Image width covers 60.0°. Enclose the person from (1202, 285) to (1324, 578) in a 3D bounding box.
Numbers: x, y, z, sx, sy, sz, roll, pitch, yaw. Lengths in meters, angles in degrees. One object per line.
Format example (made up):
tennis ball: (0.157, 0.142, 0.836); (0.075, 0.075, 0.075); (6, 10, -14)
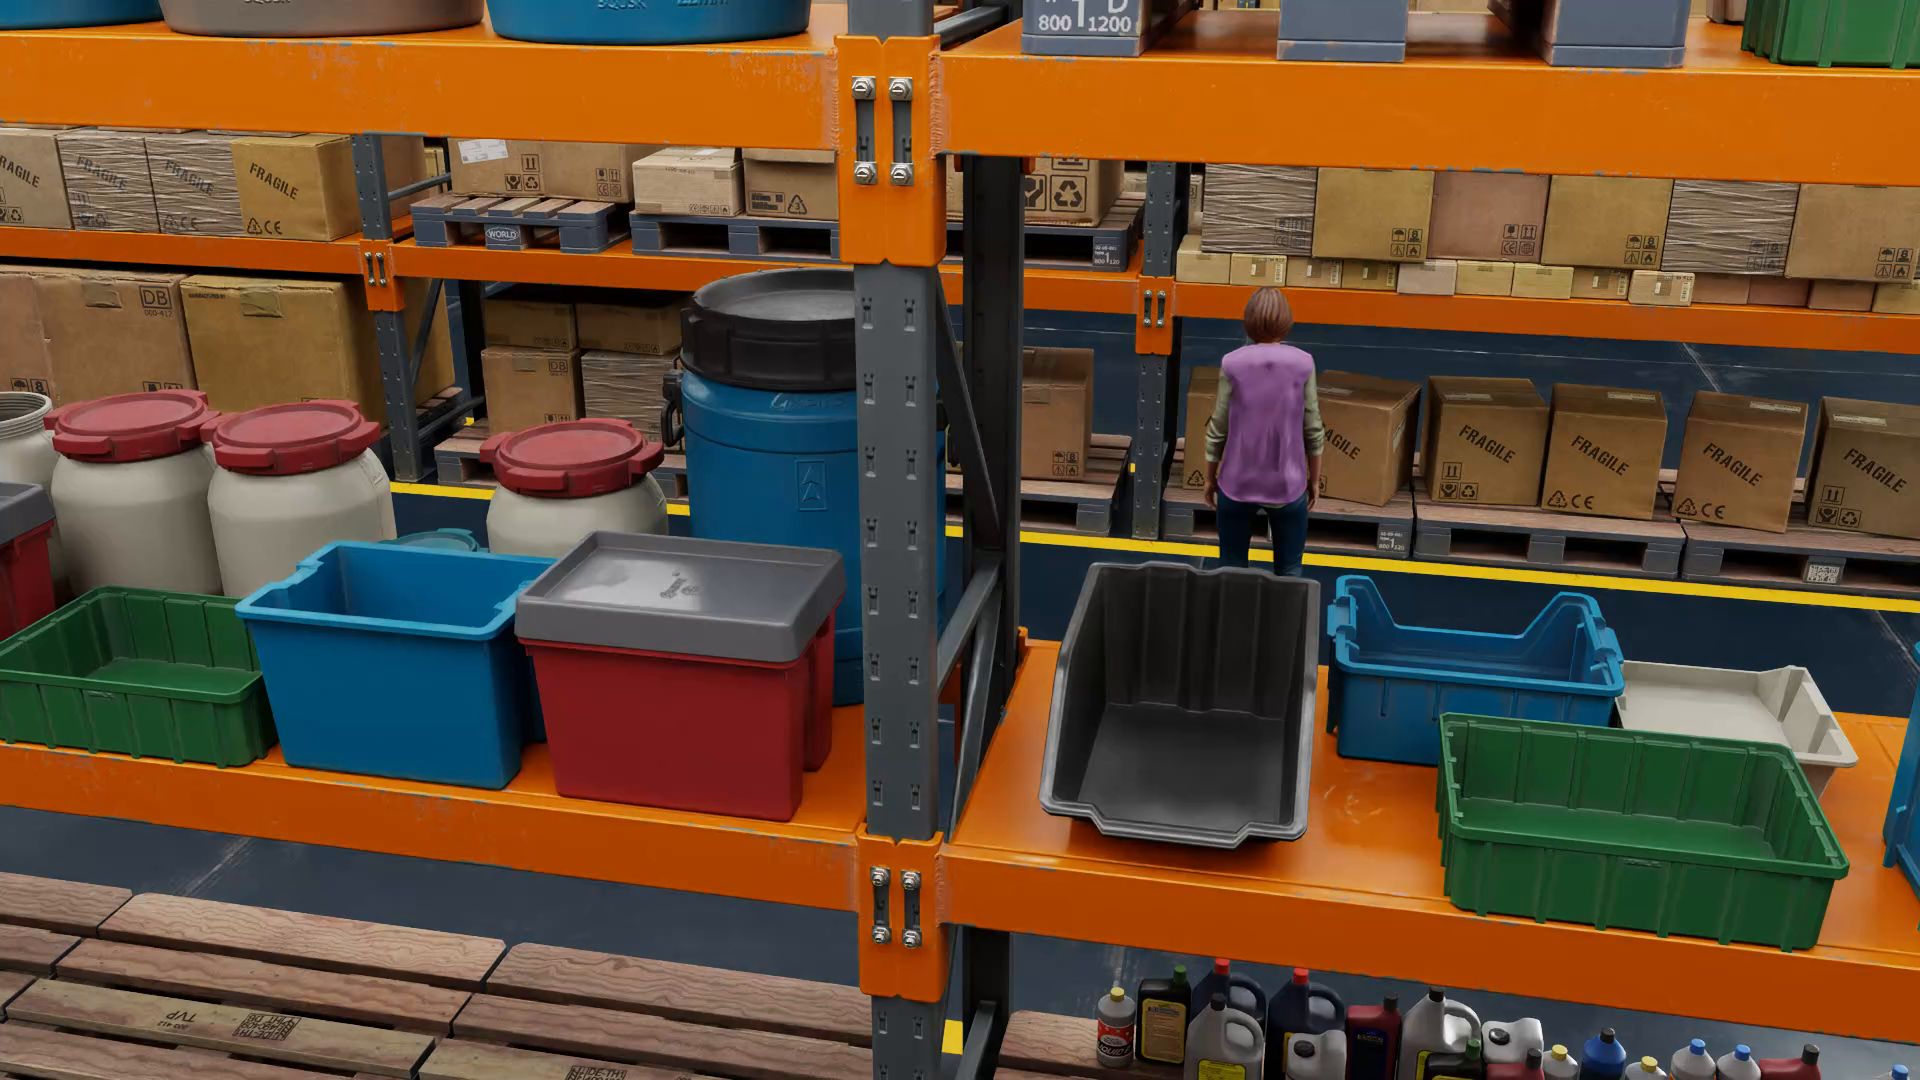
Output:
person: (1.206, -0.209, 6.625); (0.484, 1.592, 0.347); (3, 22, 8)
